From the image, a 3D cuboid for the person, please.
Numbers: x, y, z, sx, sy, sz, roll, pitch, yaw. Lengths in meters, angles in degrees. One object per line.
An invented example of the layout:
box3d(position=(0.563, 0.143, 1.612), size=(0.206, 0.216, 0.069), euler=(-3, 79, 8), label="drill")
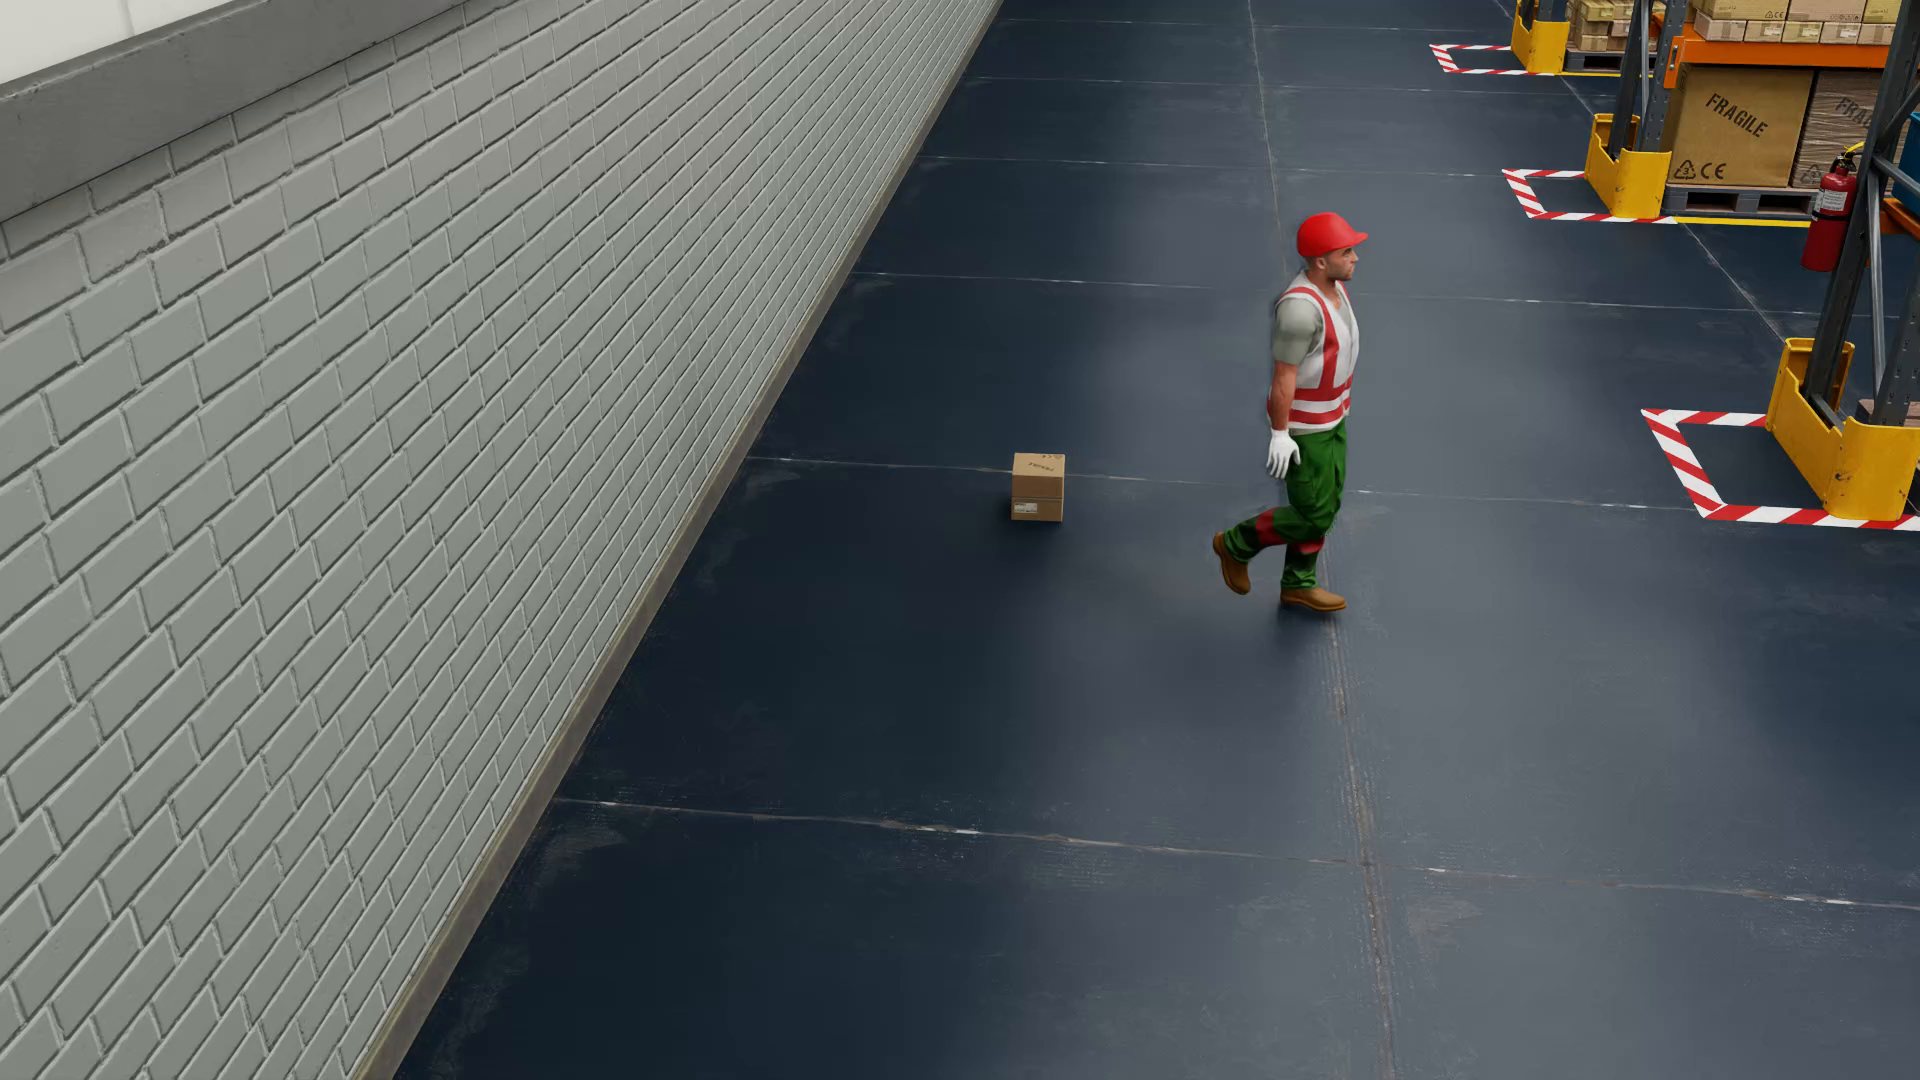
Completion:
box3d(position=(1.417, -0.507, 6.992), size=(0.585, 1.782, 0.574), euler=(15, 32, 26), label="person")
